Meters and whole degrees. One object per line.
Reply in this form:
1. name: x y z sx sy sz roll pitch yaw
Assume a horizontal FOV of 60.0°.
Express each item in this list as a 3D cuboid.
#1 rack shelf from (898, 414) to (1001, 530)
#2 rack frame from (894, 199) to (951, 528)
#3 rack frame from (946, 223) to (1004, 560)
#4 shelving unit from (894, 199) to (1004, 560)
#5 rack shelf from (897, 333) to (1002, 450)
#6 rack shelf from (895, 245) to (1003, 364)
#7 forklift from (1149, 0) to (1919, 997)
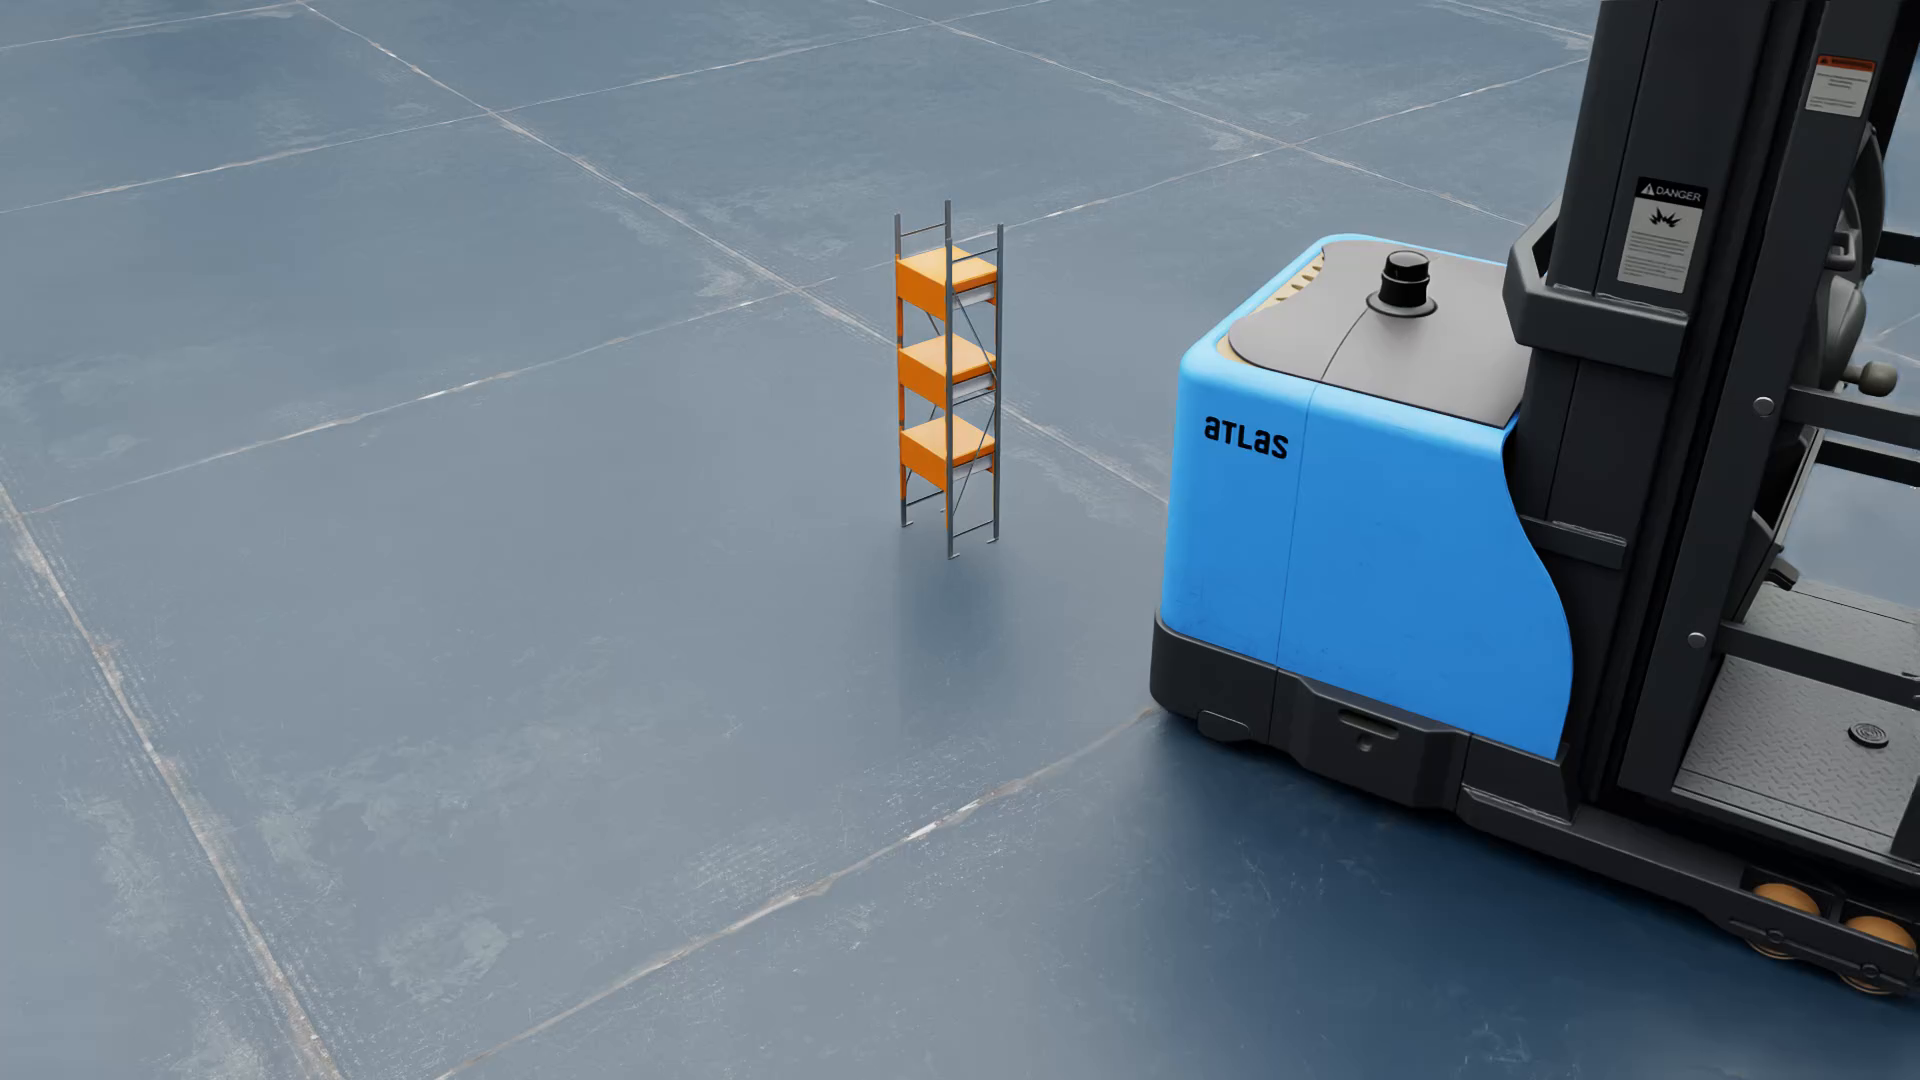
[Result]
1. rack shelf: -0.033 -0.223 5.161 0.215 0.259 0.240 -22 38 -31
2. rack frame: -0.108 -0.519 5.091 0.200 1.050 0.008 -22 38 -31
3. rack frame: 0.042 -0.417 4.927 0.200 1.050 0.008 -22 38 -31
4. shelving unit: -0.033 -0.468 5.009 0.215 1.050 0.252 -22 38 -31
5. rack shelf: -0.033 -0.459 5.015 0.215 0.259 0.240 -22 38 -31
6. rack shelf: -0.033 -0.700 4.865 0.215 0.259 0.240 -22 38 -31
7. forklift: 2.030 -0.572 3.393 3.031 2.935 1.130 18 36 27
